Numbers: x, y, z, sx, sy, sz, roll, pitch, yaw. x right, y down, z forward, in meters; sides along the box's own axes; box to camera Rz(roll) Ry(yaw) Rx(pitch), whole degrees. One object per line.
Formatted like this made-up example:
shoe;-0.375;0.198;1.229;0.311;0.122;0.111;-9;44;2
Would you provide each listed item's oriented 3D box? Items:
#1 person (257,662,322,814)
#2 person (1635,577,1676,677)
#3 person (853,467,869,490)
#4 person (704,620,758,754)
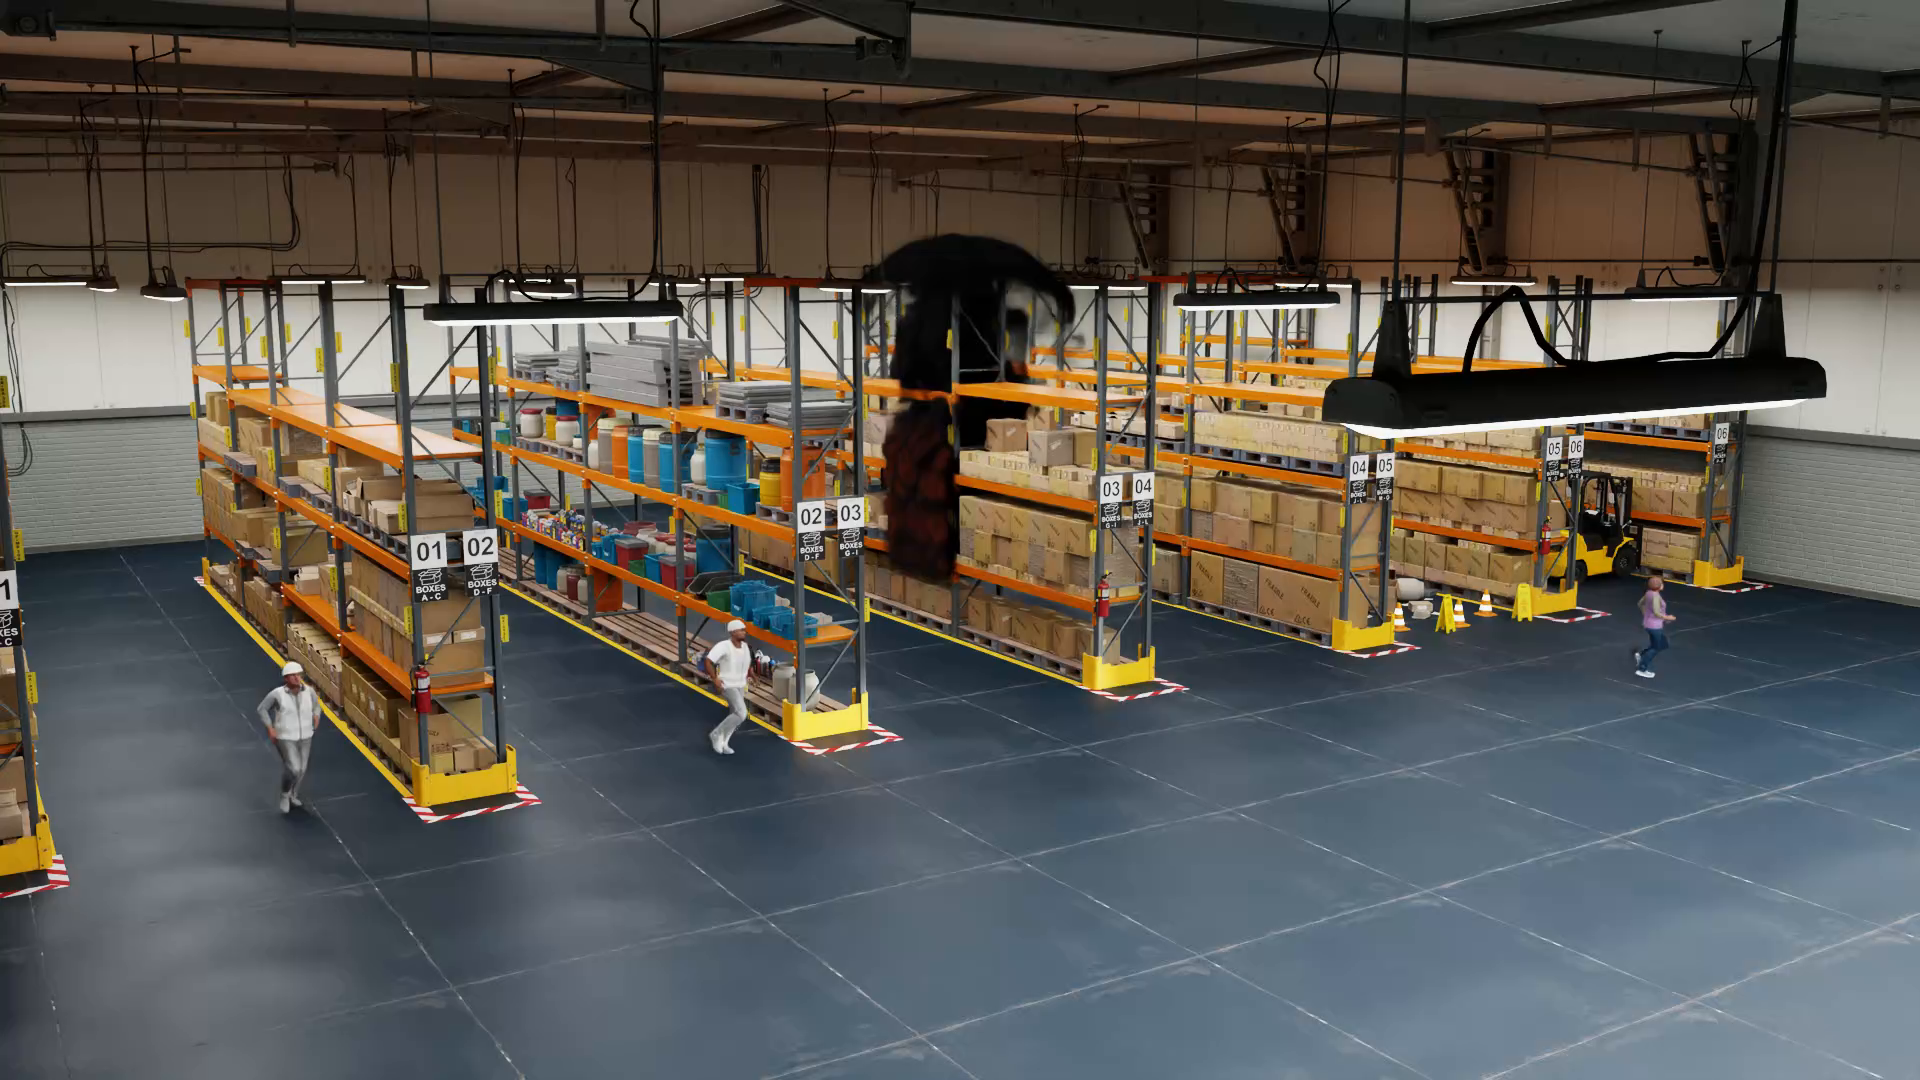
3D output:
person;-7.684;2.278;19.242;0.671;1.757;0.661;9;13;42
person;10.647;1.329;25.434;0.531;1.562;0.528;2;10;11
person;-2.323;-0.898;38.224;0.632;1.685;0.783;-5;11;-29
person;-2.903;1.893;21.572;0.557;1.710;0.719;5;11;26
